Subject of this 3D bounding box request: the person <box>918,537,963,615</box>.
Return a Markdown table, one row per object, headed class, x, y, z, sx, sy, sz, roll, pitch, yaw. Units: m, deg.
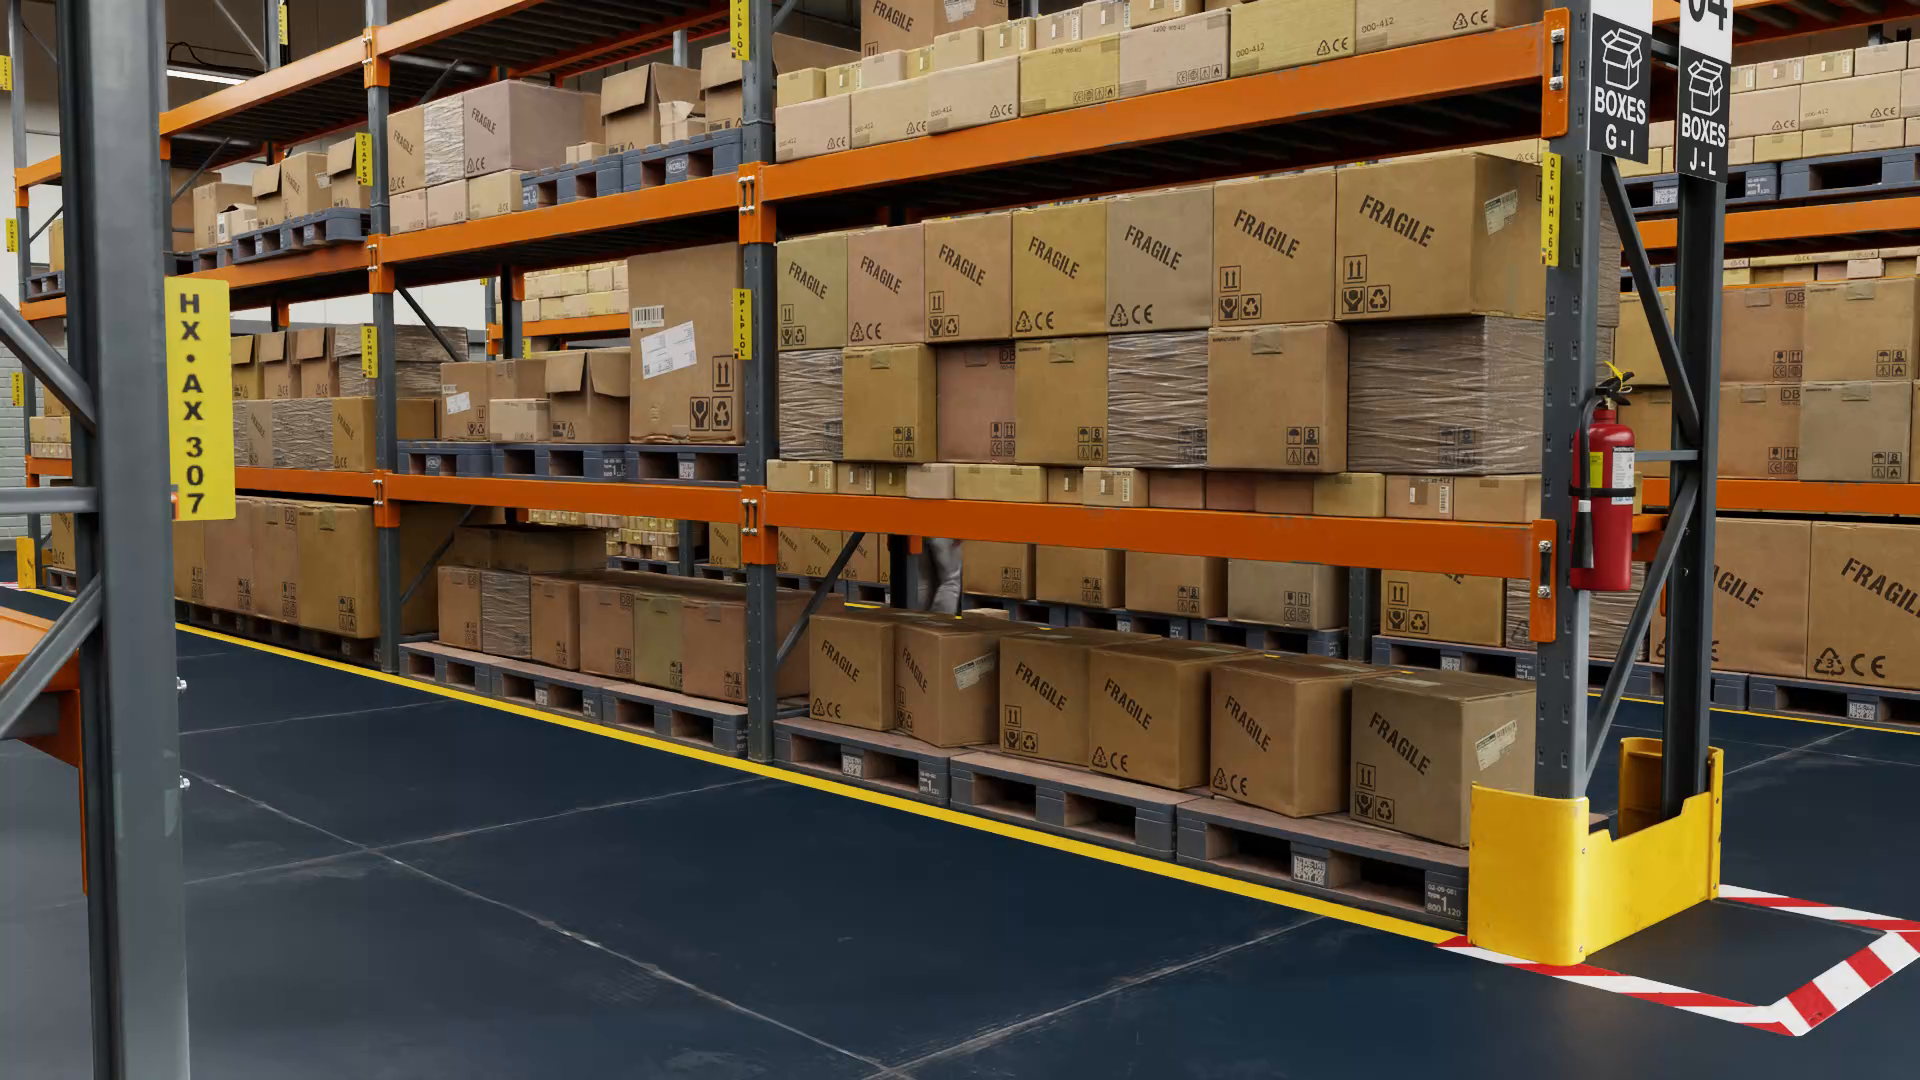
| class | x | y | z | sx | sy | sz | roll | pitch | yaw |
| --- | --- | --- | --- | --- | --- | --- | --- | --- | --- |
| person | -0.180 | -0.078 | 11.893 | 0.390 | 1.747 | 0.575 | -4 | 5 | -43 |
